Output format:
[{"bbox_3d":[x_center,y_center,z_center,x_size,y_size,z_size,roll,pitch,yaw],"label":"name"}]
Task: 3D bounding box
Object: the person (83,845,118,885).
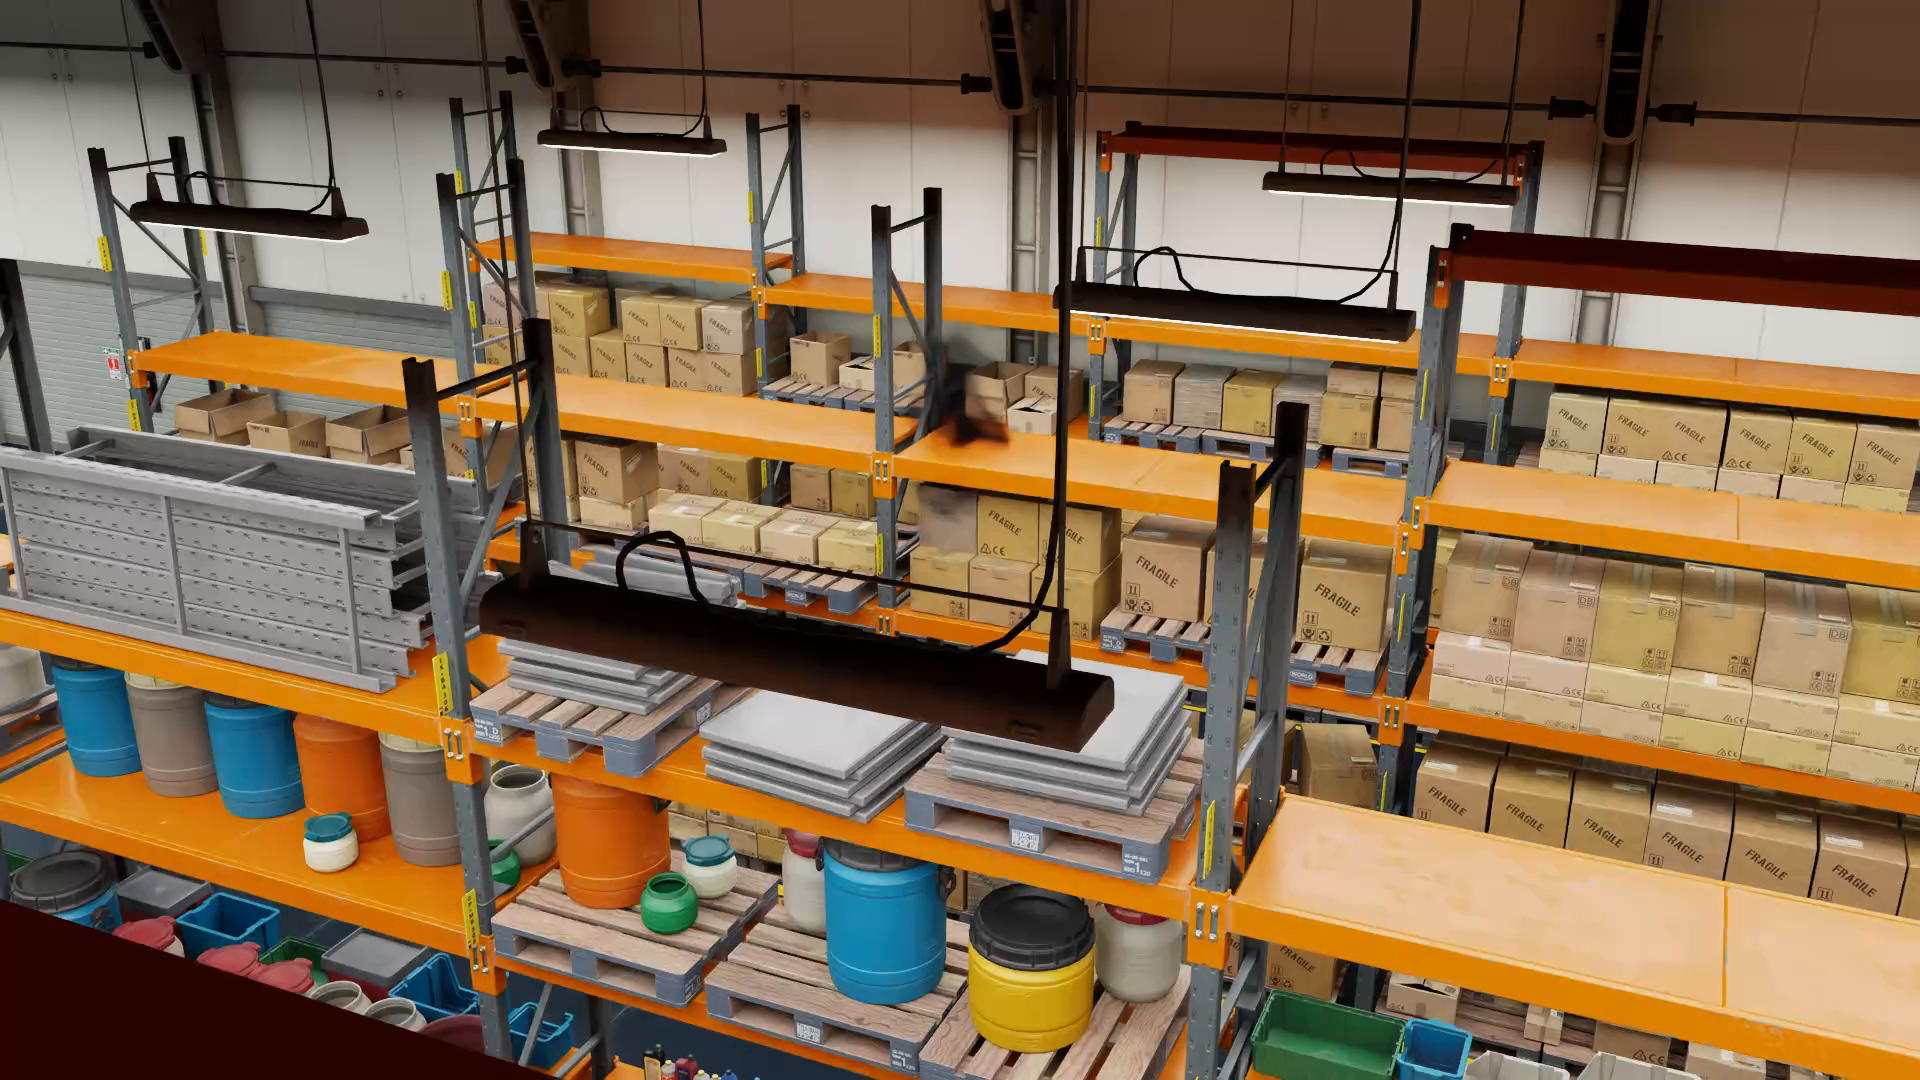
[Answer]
[{"bbox_3d":[-7.096,2.463,13.815,0.536,1.623,0.566,4,21,9],"label":"person"}]
